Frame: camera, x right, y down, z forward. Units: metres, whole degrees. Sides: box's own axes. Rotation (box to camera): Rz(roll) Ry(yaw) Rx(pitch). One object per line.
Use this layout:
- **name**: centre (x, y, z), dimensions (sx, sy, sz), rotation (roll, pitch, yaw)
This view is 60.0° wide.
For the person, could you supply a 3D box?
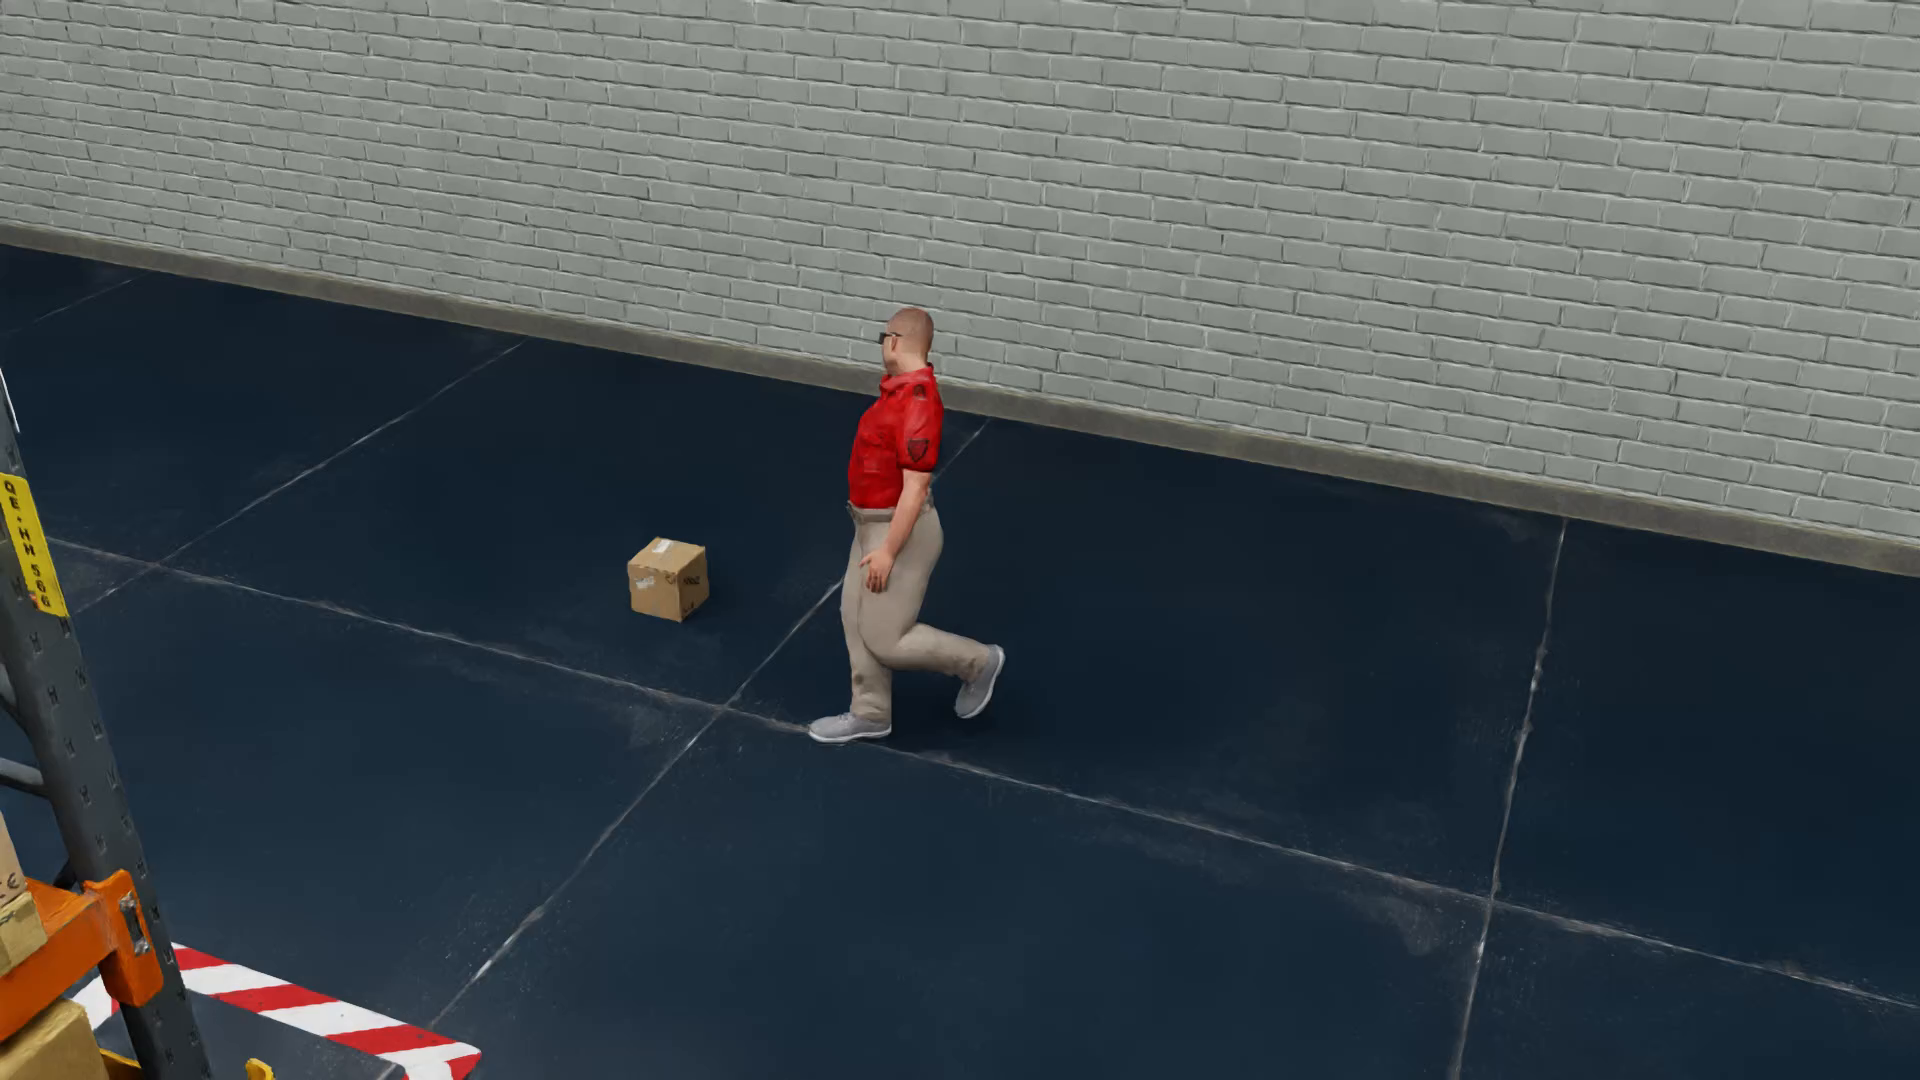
- **person**: centre (-0.225, -0.033, 6.246), dimensions (0.771, 1.672, 0.609), rotation (-4, 30, -7)
